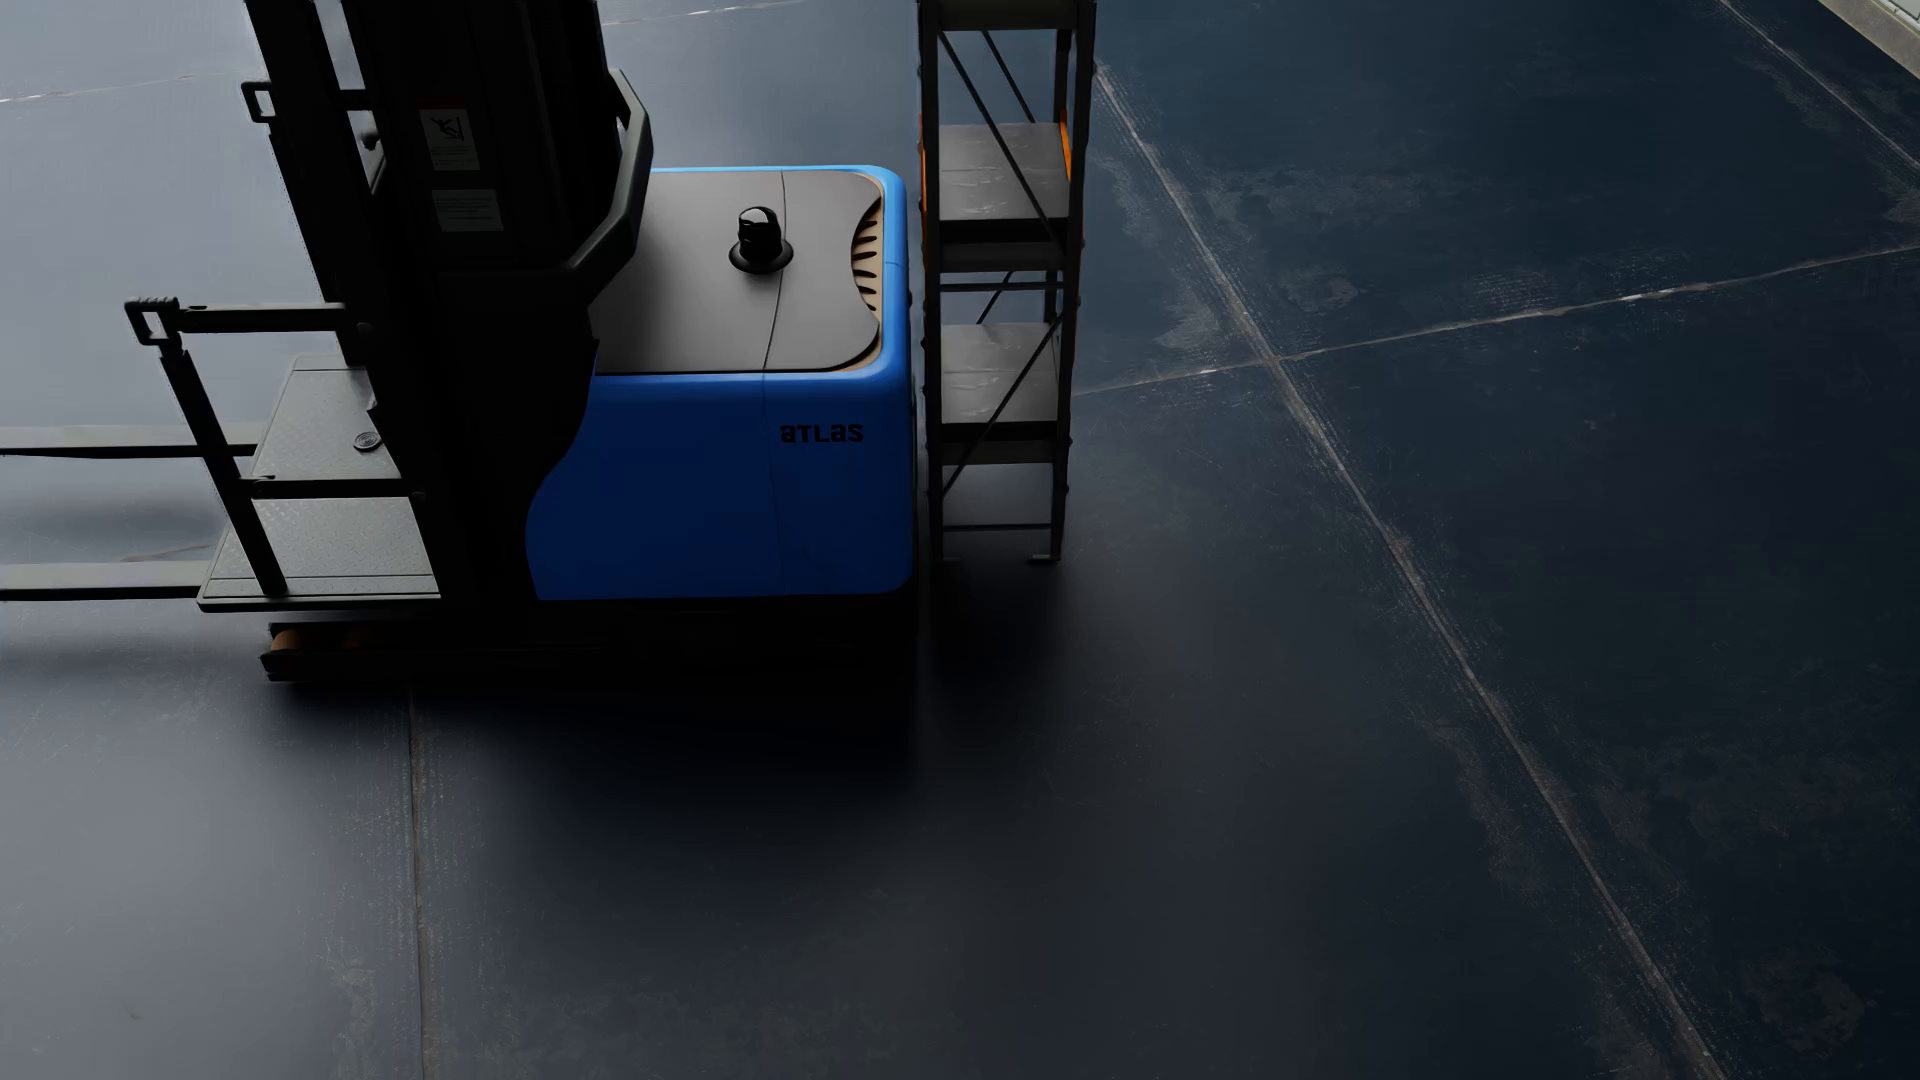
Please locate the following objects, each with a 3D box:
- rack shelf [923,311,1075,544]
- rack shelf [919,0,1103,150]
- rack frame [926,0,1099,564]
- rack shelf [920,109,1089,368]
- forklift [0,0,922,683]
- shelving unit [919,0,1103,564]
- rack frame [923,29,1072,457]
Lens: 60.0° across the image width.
[{"bbox_3d":[0.111,-0.347,5.119,0.431,0.518,0.480,-2,46,-2],"label":"rack shelf"},{"bbox_3d":[0.111,-1.327,4.119,0.431,0.518,0.480,-2,46,-2],"label":"rack shelf"},{"bbox_3d":[0.122,-0.672,4.438,0.400,2.100,0.015,-2,46,-2],"label":"rack frame"},{"bbox_3d":[0.111,-0.837,4.619,0.431,0.518,0.480,-2,46,-2],"label":"rack shelf"},{"bbox_3d":[-1.638,-0.995,4.173,3.031,2.935,1.130,-1,46,-1],"label":"forklift"},{"bbox_3d":[0.111,-0.846,4.609,0.431,2.100,0.503,-2,46,-2],"label":"shelving unit"},{"bbox_3d":[0.101,-1.020,4.780,0.400,2.100,0.015,-2,46,-2],"label":"rack frame"}]
